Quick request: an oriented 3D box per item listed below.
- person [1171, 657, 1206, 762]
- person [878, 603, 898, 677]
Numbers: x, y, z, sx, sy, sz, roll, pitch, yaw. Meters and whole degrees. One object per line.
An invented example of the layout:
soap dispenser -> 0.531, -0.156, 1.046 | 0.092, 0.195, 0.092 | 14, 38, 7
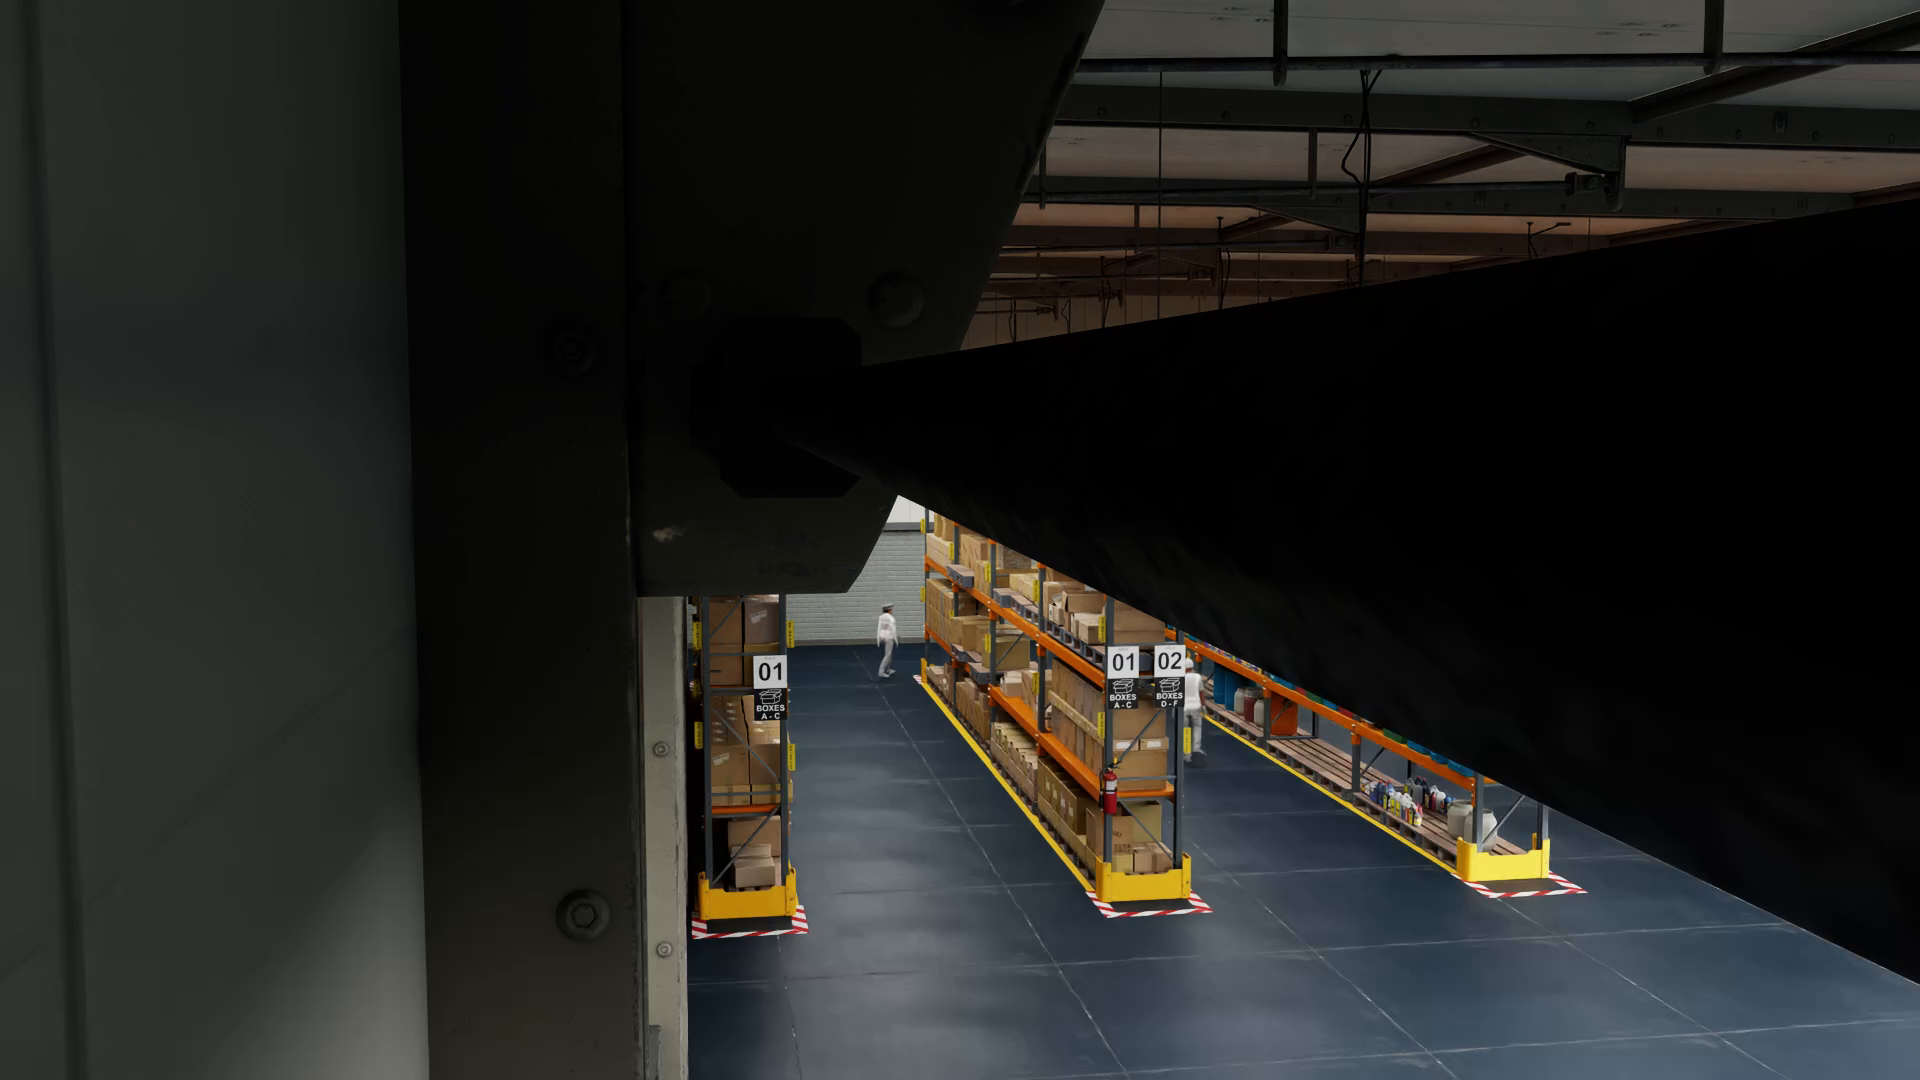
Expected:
person -> 3.938, 2.918, 28.661 | 0.597, 1.776, 0.484 | 0, 5, 2
person -> -1.636, 2.231, 37.200 | 0.720, 1.658, 0.491 | -5, 7, -42
